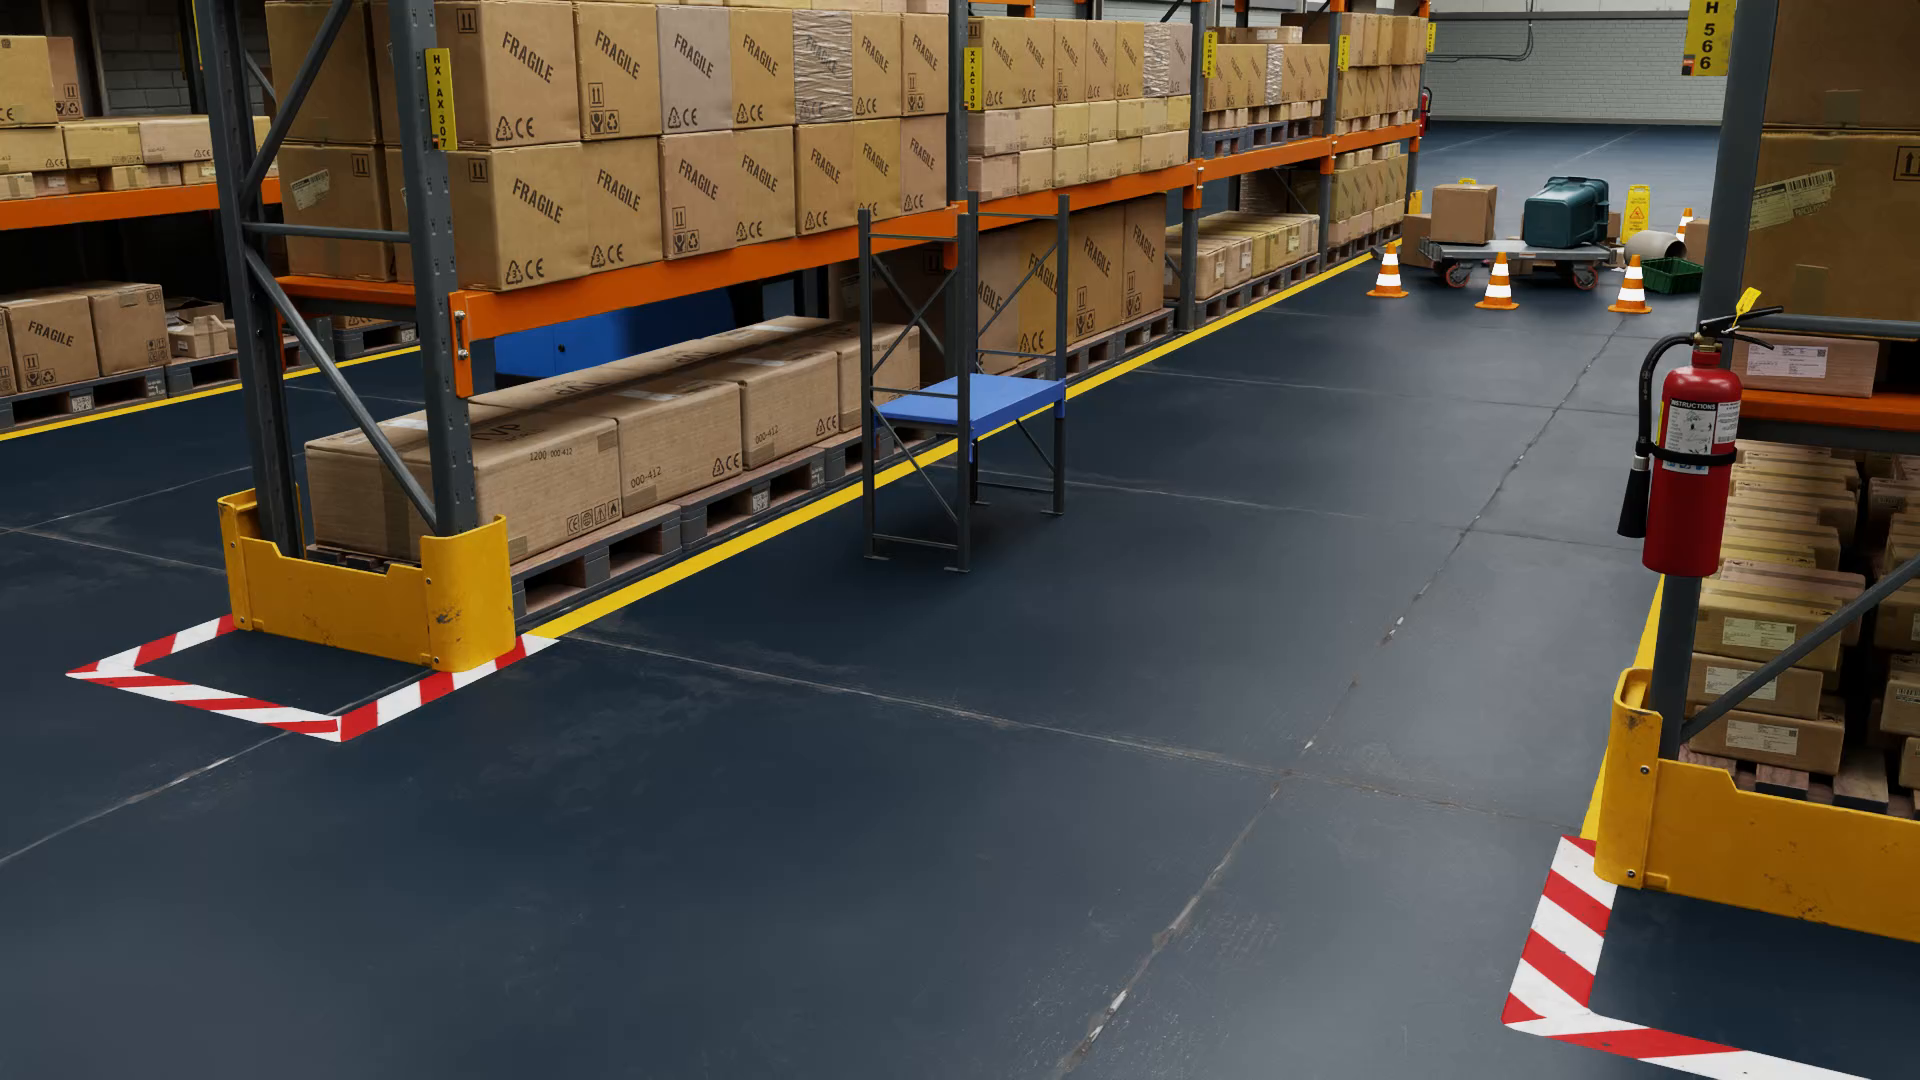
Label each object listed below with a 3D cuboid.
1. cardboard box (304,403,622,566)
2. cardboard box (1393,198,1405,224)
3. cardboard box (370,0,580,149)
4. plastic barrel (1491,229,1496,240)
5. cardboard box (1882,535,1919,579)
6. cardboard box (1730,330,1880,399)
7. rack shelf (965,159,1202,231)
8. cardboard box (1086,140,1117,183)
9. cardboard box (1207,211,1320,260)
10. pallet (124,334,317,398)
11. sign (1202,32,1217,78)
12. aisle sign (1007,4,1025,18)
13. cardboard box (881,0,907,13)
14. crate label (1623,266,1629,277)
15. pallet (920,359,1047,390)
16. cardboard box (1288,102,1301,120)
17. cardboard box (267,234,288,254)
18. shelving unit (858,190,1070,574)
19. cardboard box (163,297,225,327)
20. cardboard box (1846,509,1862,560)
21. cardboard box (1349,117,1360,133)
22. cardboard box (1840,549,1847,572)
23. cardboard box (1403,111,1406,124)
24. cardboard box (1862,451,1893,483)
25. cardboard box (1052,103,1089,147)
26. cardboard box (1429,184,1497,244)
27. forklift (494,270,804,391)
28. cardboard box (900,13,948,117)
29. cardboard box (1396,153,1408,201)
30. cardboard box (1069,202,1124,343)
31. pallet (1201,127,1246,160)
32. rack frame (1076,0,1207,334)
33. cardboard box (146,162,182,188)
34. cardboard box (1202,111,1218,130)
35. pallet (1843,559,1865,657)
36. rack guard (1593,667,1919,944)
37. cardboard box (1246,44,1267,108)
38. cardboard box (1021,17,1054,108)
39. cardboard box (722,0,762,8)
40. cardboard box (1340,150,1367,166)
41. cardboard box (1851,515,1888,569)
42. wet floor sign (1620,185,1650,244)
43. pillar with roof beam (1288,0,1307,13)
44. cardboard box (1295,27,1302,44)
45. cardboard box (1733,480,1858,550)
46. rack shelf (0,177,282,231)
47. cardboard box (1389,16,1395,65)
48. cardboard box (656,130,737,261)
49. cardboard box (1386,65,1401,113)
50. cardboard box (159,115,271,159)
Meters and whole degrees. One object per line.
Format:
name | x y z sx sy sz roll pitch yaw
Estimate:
cardboard box | -2.011 -0.235 6.811 0.875 0.438 0.875 7 18 24
cardboard box | 4.802 -3.794 19.121 0.500 0.250 0.500 8 18 25
cardboard box | -1.747 -1.695 6.030 0.500 0.500 0.500 8 18 24
plastic barrel | 5.365 -3.203 17.566 0.421 0.421 0.512 -7 18 -22
cardboard box | 3.075 0.105 5.126 0.380 0.149 0.250 7 18 23
cardboard box | 2.150 -0.476 4.300 0.380 0.149 0.250 8 18 25
rack shelf | 0.465 -2.265 11.145 1.077 0.370 4.000 8 18 25
cardboard box | 0.709 -2.494 10.915 0.500 0.250 0.500 8 18 24
cardboard box | 2.914 -2.946 16.052 0.950 0.372 0.625 8 18 26
pallet | -5.179 -1.219 11.259 1.003 0.211 1.213 8 18 25
sign | 1.857 -3.605 12.358 0.100 0.325 0.005 8 18 25
aisle sign | 0.783 -7.013 21.302 0.394 0.787 0.004 8 18 25
cardboard box | -0.497 -2.766 8.499 0.380 0.149 0.250 9 19 27
crate label | 6.485 -2.536 15.822 0.298 0.136 0.250 -4 17 -13
pallet | -0.151 -0.970 10.419 1.003 0.211 1.213 8 18 25
cardboard box | 2.836 -3.852 14.930 0.380 0.149 0.250 8 18 26
cardboard box | -4.965 -2.175 12.094 0.380 0.149 0.250 7 18 23
shelving unit | 0.038 -0.741 7.384 0.538 1.500 1.048 8 18 25
cardboard box | -5.378 -1.505 11.308 0.500 0.311 0.500 9 19 27
cardboard box | 3.697 -0.005 6.543 0.380 0.149 0.250 8 18 24
cardboard box | 3.873 -4.258 17.034 0.380 0.149 0.250 9 19 27
cardboard box | 3.254 0.003 6.517 0.380 0.149 0.250 7 18 23
cardboard box | 4.810 -4.773 18.767 0.380 0.149 0.250 8 18 24
cardboard box | 3.749 -0.302 6.497 0.380 0.149 0.250 9 19 27
cardboard box | 0.477 -2.606 10.415 0.500 0.250 0.500 8 18 26
cardboard box | 4.752 -3.084 15.700 0.500 0.500 0.500 8 18 25
forklift | -1.597 -2.399 10.453 1.130 2.935 3.031 9 19 27
cardboard box | -0.393 -2.472 8.648 0.500 0.500 0.500 8 18 25
cardboard box | 4.809 -4.162 19.045 0.500 0.500 0.500 8 18 26
cardboard box | 0.573 -1.910 11.681 0.875 0.875 0.875 8 18 26
pallet | 1.582 -3.222 13.442 1.213 0.211 1.003 8 18 25
rack frame | 1.359 -3.119 12.758 1.000 3.000 0.127 8 18 25
cardboard box | -5.120 -2.295 10.426 0.380 0.149 0.250 9 19 27
cardboard box | 1.827 -3.327 13.161 0.380 0.149 0.250 7 18 22
pallet | 3.232 0.328 6.050 1.003 0.211 1.213 8 18 25
rack guard | 2.291 0.701 4.285 1.175 0.500 0.348 8 18 25
cardboard box | 2.225 -3.866 13.837 0.500 0.500 0.500 8 19 26
cardboard box | 0.228 -2.836 9.873 0.500 0.500 0.500 8 18 25
cardboard box | -1.079 -2.365 7.146 0.380 0.149 0.250 8 18 24
cardboard box | 3.989 -3.963 17.234 0.380 0.149 0.250 9 19 27
cardboard box | 3.383 0.035 5.885 0.380 0.149 0.250 9 19 28
wet floor sign | 7.648 -3.684 18.793 0.267 0.644 0.232 5 17 16
pillar with roof beam | 11.268 -12.638 34.269 9.100 9.000 0.400 8 18 25
cardboard box | 2.845 -4.517 14.890 0.380 0.149 0.250 8 18 24
cardboard box | 2.893 -0.090 5.783 0.380 0.149 0.250 7 18 24
rack shelf | -5.765 -1.877 9.838 1.077 0.370 4.000 8 18 25
cardboard box | 4.185 -5.289 17.608 0.700 0.500 0.500 8 18 25
cardboard box | -1.300 -1.475 7.046 0.500 0.500 0.500 8 18 25
cardboard box | 4.483 -4.920 18.124 0.500 0.500 0.500 8 18 25
cardboard box | -4.880 -2.641 10.888 0.500 0.250 0.500 9 19 27
